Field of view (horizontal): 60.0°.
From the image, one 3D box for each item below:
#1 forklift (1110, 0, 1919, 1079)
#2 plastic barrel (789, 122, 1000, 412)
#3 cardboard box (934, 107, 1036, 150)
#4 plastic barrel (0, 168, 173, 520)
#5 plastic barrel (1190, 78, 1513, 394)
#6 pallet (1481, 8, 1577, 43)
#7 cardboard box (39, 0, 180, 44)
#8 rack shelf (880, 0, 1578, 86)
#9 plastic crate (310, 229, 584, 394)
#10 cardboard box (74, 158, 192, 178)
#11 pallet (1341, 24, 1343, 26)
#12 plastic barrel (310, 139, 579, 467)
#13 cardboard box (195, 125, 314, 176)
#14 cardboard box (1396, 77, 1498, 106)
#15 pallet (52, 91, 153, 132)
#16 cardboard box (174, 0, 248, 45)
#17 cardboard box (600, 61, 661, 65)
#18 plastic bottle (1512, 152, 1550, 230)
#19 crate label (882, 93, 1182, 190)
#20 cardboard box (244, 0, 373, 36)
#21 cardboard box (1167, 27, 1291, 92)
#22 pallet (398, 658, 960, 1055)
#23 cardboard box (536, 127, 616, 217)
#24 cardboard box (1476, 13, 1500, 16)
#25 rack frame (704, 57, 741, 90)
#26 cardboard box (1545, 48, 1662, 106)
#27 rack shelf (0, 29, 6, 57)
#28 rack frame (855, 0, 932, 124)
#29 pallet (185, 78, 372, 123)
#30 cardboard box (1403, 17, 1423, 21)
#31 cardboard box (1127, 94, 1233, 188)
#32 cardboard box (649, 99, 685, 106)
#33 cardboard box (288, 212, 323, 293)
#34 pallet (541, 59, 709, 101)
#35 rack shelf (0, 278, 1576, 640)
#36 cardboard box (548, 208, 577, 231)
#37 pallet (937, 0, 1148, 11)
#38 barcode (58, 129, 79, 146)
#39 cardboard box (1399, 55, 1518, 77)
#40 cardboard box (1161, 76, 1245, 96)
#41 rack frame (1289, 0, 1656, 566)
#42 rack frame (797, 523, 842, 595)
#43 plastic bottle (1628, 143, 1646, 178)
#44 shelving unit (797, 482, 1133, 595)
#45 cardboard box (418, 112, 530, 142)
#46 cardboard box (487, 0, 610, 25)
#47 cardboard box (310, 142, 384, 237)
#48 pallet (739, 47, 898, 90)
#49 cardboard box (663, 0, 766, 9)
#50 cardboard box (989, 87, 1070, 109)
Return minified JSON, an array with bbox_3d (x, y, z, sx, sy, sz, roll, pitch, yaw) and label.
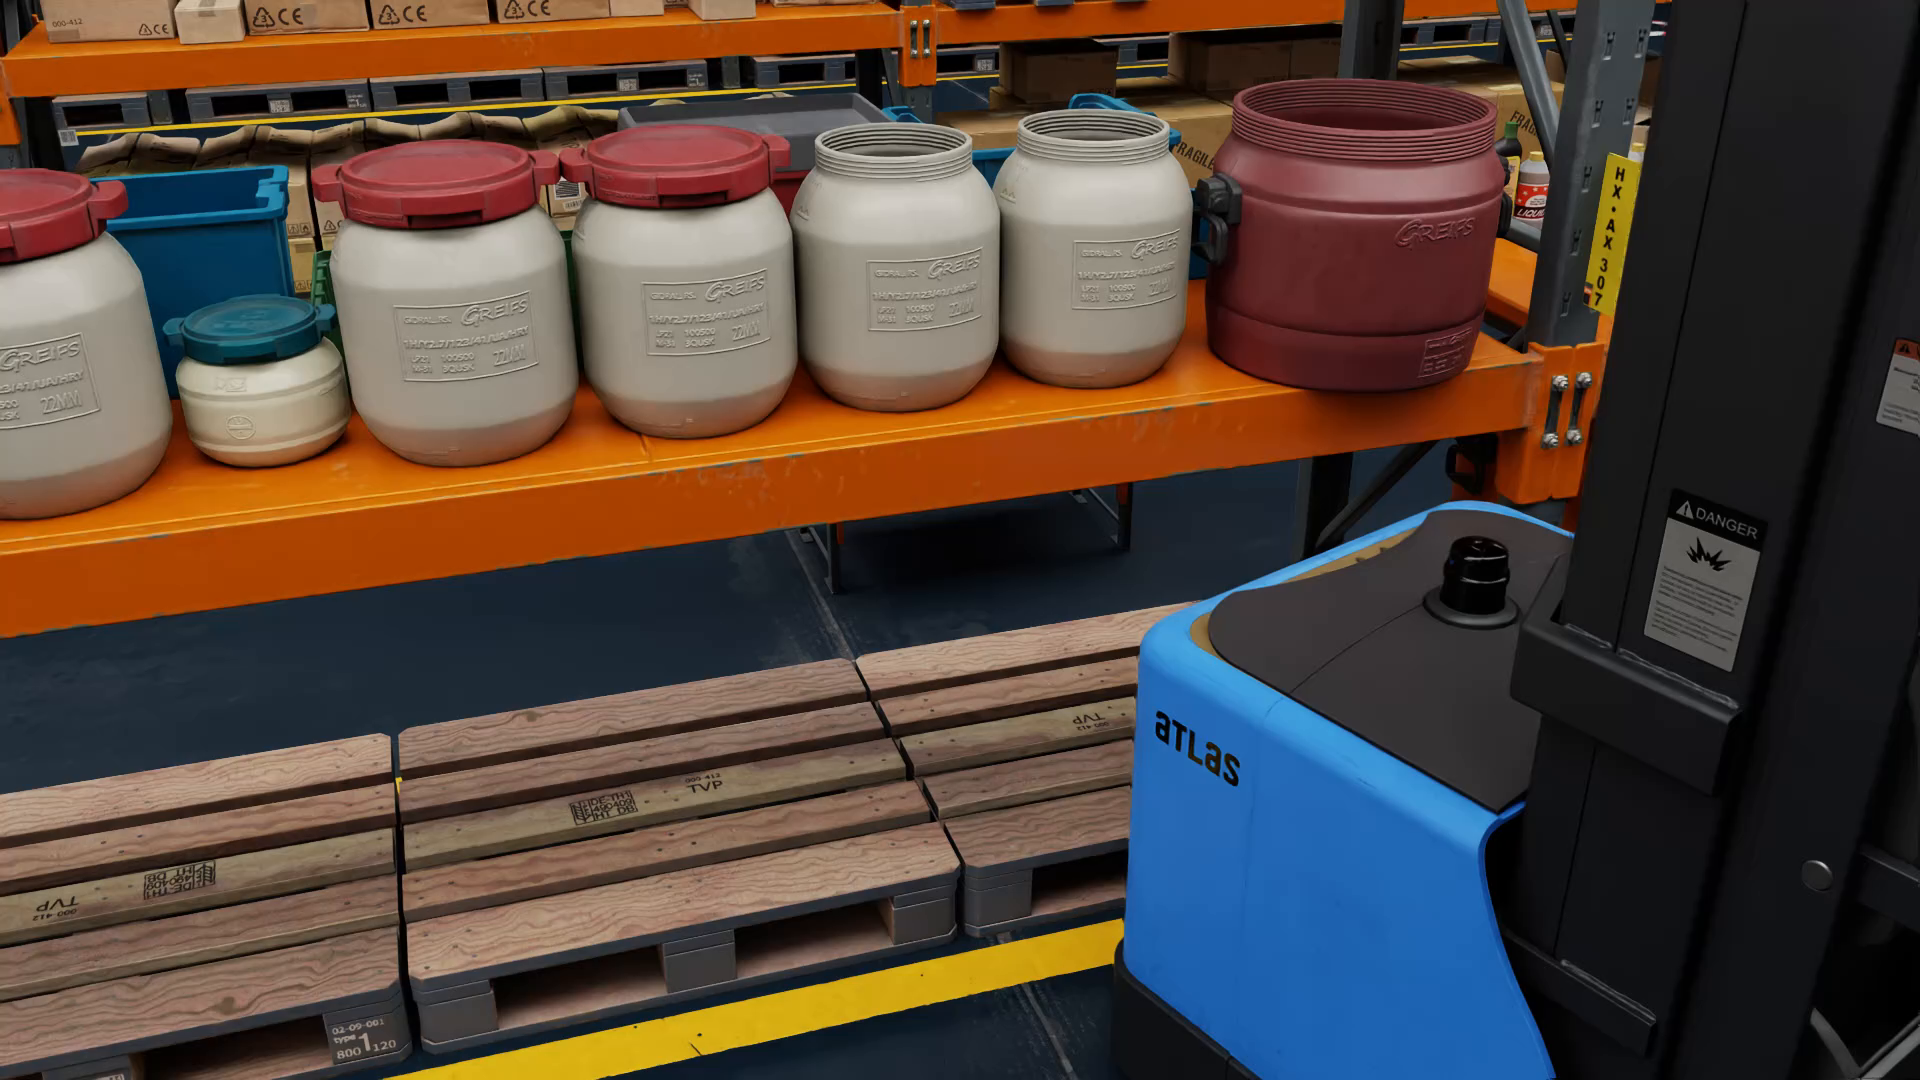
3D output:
[{"bbox_3d":[1.605,0.194,2.063,1.130,2.935,3.031,-19,32,-33],"label":"forklift"},{"bbox_3d":[-0.130,-0.555,3.368,0.421,0.512,0.421,0,26,0],"label":"plastic barrel"},{"bbox_3d":[0.174,-1.909,8.538,0.500,0.500,0.500,-7,27,-14],"label":"cardboard box"},{"bbox_3d":[-1.643,-0.344,2.916,0.433,0.535,0.433,0,26,0],"label":"plastic barrel"},{"bbox_3d":[0.835,-0.663,3.560,0.708,0.536,0.600,-8,28,-16],"label":"plastic barrel"},{"bbox_3d":[4.986,-4.693,14.965,1.213,0.211,1.003,-8,28,-16],"label":"pallet"},{"bbox_3d":[-3.696,-2.358,7.294,0.500,0.250,0.500,-7,27,-13],"label":"cardboard box"},{"bbox_3d":[1.554,-2.843,8.912,4.000,0.370,1.077,-8,28,-16],"label":"rack shelf"},{"bbox_3d":[-1.052,-0.508,3.638,0.662,0.188,0.450,-8,28,-16],"label":"plastic crate"},{"bbox_3d":[-3.681,-1.498,7.383,0.500,0.311,0.500,-8,28,-16],"label":"cardboard box"},{"bbox_3d":[2.666,-4.357,14.288,1.213,0.211,1.003,-8,28,-16],"label":"pallet"},{"bbox_3d":[-0.945,-0.445,3.120,0.433,0.535,0.433,0,26,0],"label":"plastic barrel"},{"bbox_3d":[-3.362,-1.798,7.987,0.500,0.311,0.500,-7,27,-15],"label":"cardboard box"},{"bbox_3d":[2.603,-2.264,9.253,0.500,0.500,0.500,-8,28,-16],"label":"cardboard box"},{"bbox_3d":[-6.316,-3.076,11.709,1.213,0.211,1.003,-8,28,-16],"label":"pallet"},{"bbox_3d":[-3.245,-2.262,7.215,0.250,0.149,0.380,-8,28,-16],"label":"cardboard box"},{"bbox_3d":[-2.553,-3.940,12.629,0.500,0.500,0.700,-8,27,-15],"label":"cardboard box"},{"bbox_3d":[1.551,-0.950,4.513,0.097,0.201,0.097,0,26,0],"label":"plastic bottle"},{"bbox_3d":[0.154,-0.788,3.924,0.616,0.435,0.502,-8,28,-16],"label":"crate label"},{"bbox_3d":[-2.915,-2.555,7.410,0.500,0.500,0.500,-6,27,-12],"label":"cardboard box"},{"bbox_3d":[1.493,-2.683,9.254,0.500,0.250,0.500,-9,28,-17],"label":"cardboard box"},{"bbox_3d":[-0.724,0.711,4.080,1.213,0.211,1.003,-8,28,-16],"label":"pallet"},{"bbox_3d":[-1.742,-1.778,7.948,0.500,0.311,0.500,-8,28,-16],"label":"cardboard box"},{"bbox_3d":[4.611,-4.946,14.678,0.500,0.500,0.700,-8,28,-16],"label":"cardboard box"},{"bbox_3d":[-1.885,-4.983,12.415,0.127,3.000,1.000,-8,28,-16],"label":"rack frame"},{"bbox_3d":[3.910,-2.716,10.164,0.500,0.500,0.500,-8,28,-16],"label":"cardboard box"},{"bbox_3d":[-6.053,-1.741,6.692,4.000,0.370,1.077,-8,28,-16],"label":"rack shelf"},{"bbox_3d":[-0.347,-2.889,8.197,0.127,3.000,1.000,-8,28,-16],"label":"rack frame"},{"bbox_3d":[-4.949,-3.291,12.142,1.213,0.211,1.003,-8,28,-16],"label":"pallet"},{"bbox_3d":[3.629,-4.800,14.384,0.500,0.500,0.700,-8,27,-15],"label":"cardboard box"},{"bbox_3d":[1.148,-2.050,8.823,0.500,0.500,0.500,-9,28,-17],"label":"cardboard box"},{"bbox_3d":[-1.433,-2.073,8.542,0.500,0.311,0.500,-9,28,-17],"label":"cardboard box"},{"bbox_3d":[-3.204,-1.316,7.647,0.500,0.250,0.500,-8,27,-15],"label":"cardboard box"},{"bbox_3d":[-2.629,-3.627,12.819,1.213,0.211,1.003,-8,28,-16],"label":"pallet"},{"bbox_3d":[-0.719,-0.197,3.582,4.000,0.370,1.077,-8,28,-16],"label":"rack shelf"},{"bbox_3d":[-1.740,-1.530,8.078,0.500,0.250,0.500,-8,27,-15],"label":"cardboard box"},{"bbox_3d":[0.275,-2.926,8.487,1.003,0.211,1.213,-8,28,-16],"label":"pallet"},{"bbox_3d":[-3.779,-1.705,7.048,0.075,0.075,0.001,-8,28,-16],"label":"barcode"},{"bbox_3d":[2.920,-2.554,9.838,0.500,0.500,0.500,-10,28,-18],"label":"cardboard box"},{"bbox_3d":[1.458,-2.341,9.408,0.500,0.500,0.500,-9,28,-18],"label":"cardboard box"},{"bbox_3d":[1.183,-0.795,3.977,0.127,3.000,1.000,-8,28,-16],"label":"rack frame"},{"bbox_3d":[-0.477,-0.435,5.361,0.032,1.125,0.500,-8,28,-16],"label":"rack frame"},{"bbox_3d":[1.863,-0.995,4.604,0.097,0.201,0.097,0,26,0],"label":"plastic bottle"},{"bbox_3d":[0.006,-0.505,5.502,1.048,1.125,0.538,-8,28,-16],"label":"shelving unit"},{"bbox_3d":[-2.408,-1.933,8.259,0.500,0.311,0.500,-9,28,-17],"label":"cardboard box"},{"bbox_3d":[-1.938,-2.696,7.695,0.500,0.500,0.500,-10,28,-19],"label":"cardboard box"},{"bbox_3d":[-2.711,-1.636,7.662,0.500,0.311,0.500,-9,28,-18],"label":"cardboard box"},{"bbox_3d":[-1.112,-3.811,13.189,1.213,0.211,1.003,-8,28,-16],"label":"pallet"},{"bbox_3d":[-1.258,-2.808,8.133,0.500,0.311,0.500,-9,28,-17],"label":"cardboard box"},{"bbox_3d":[0.469,-2.195,9.114,0.500,0.500,0.500,-7,27,-14],"label":"cardboard box"}]
